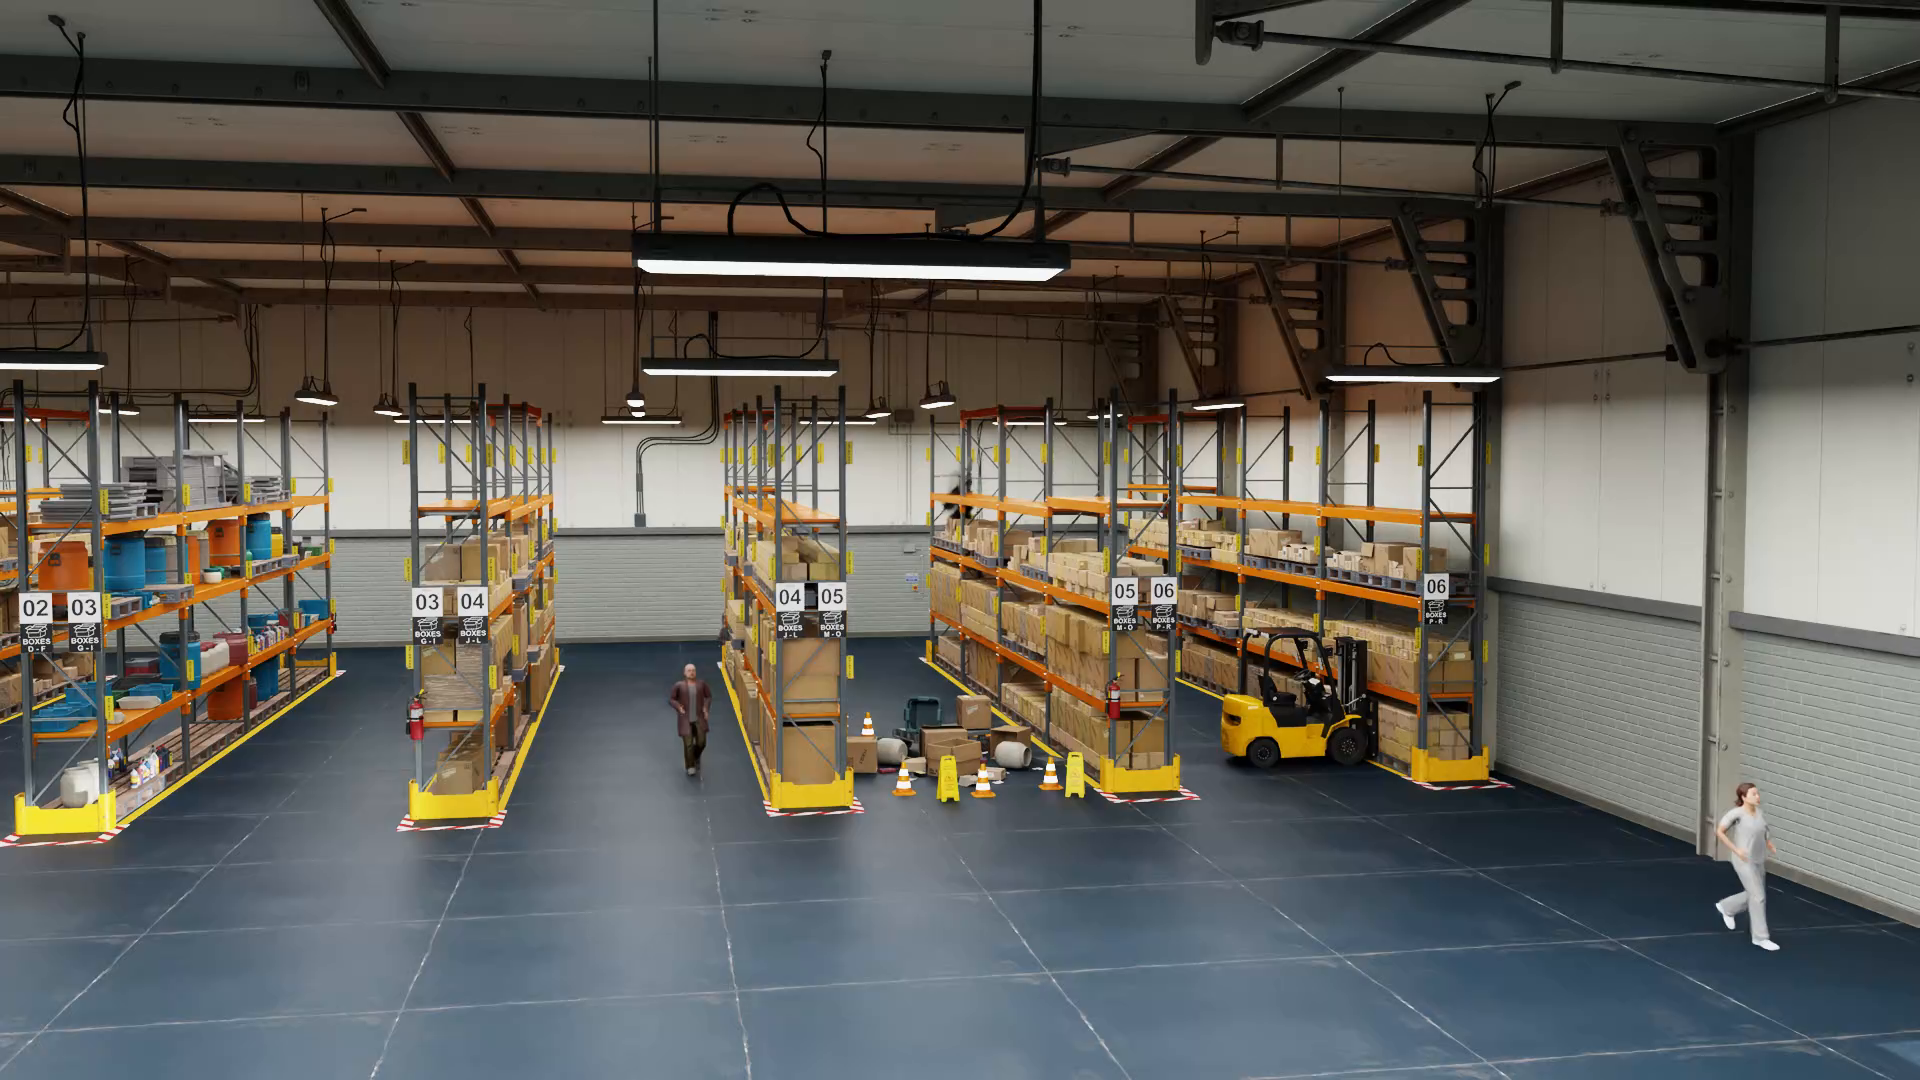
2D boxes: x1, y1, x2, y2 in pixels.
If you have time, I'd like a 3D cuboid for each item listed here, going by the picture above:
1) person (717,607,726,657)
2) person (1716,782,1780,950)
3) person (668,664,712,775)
[{"bbox_3d":[-5.688,2.084,40.777,0.522,1.658,0.678,0,3,4],"label":"person"},{"bbox_3d":[8.051,3.301,17.047,0.576,1.654,0.797,-1,3,-25],"label":"person"},{"bbox_3d":[-4.195,2.810,26.033,0.703,1.729,0.653,-1,3,-19],"label":"person"}]
